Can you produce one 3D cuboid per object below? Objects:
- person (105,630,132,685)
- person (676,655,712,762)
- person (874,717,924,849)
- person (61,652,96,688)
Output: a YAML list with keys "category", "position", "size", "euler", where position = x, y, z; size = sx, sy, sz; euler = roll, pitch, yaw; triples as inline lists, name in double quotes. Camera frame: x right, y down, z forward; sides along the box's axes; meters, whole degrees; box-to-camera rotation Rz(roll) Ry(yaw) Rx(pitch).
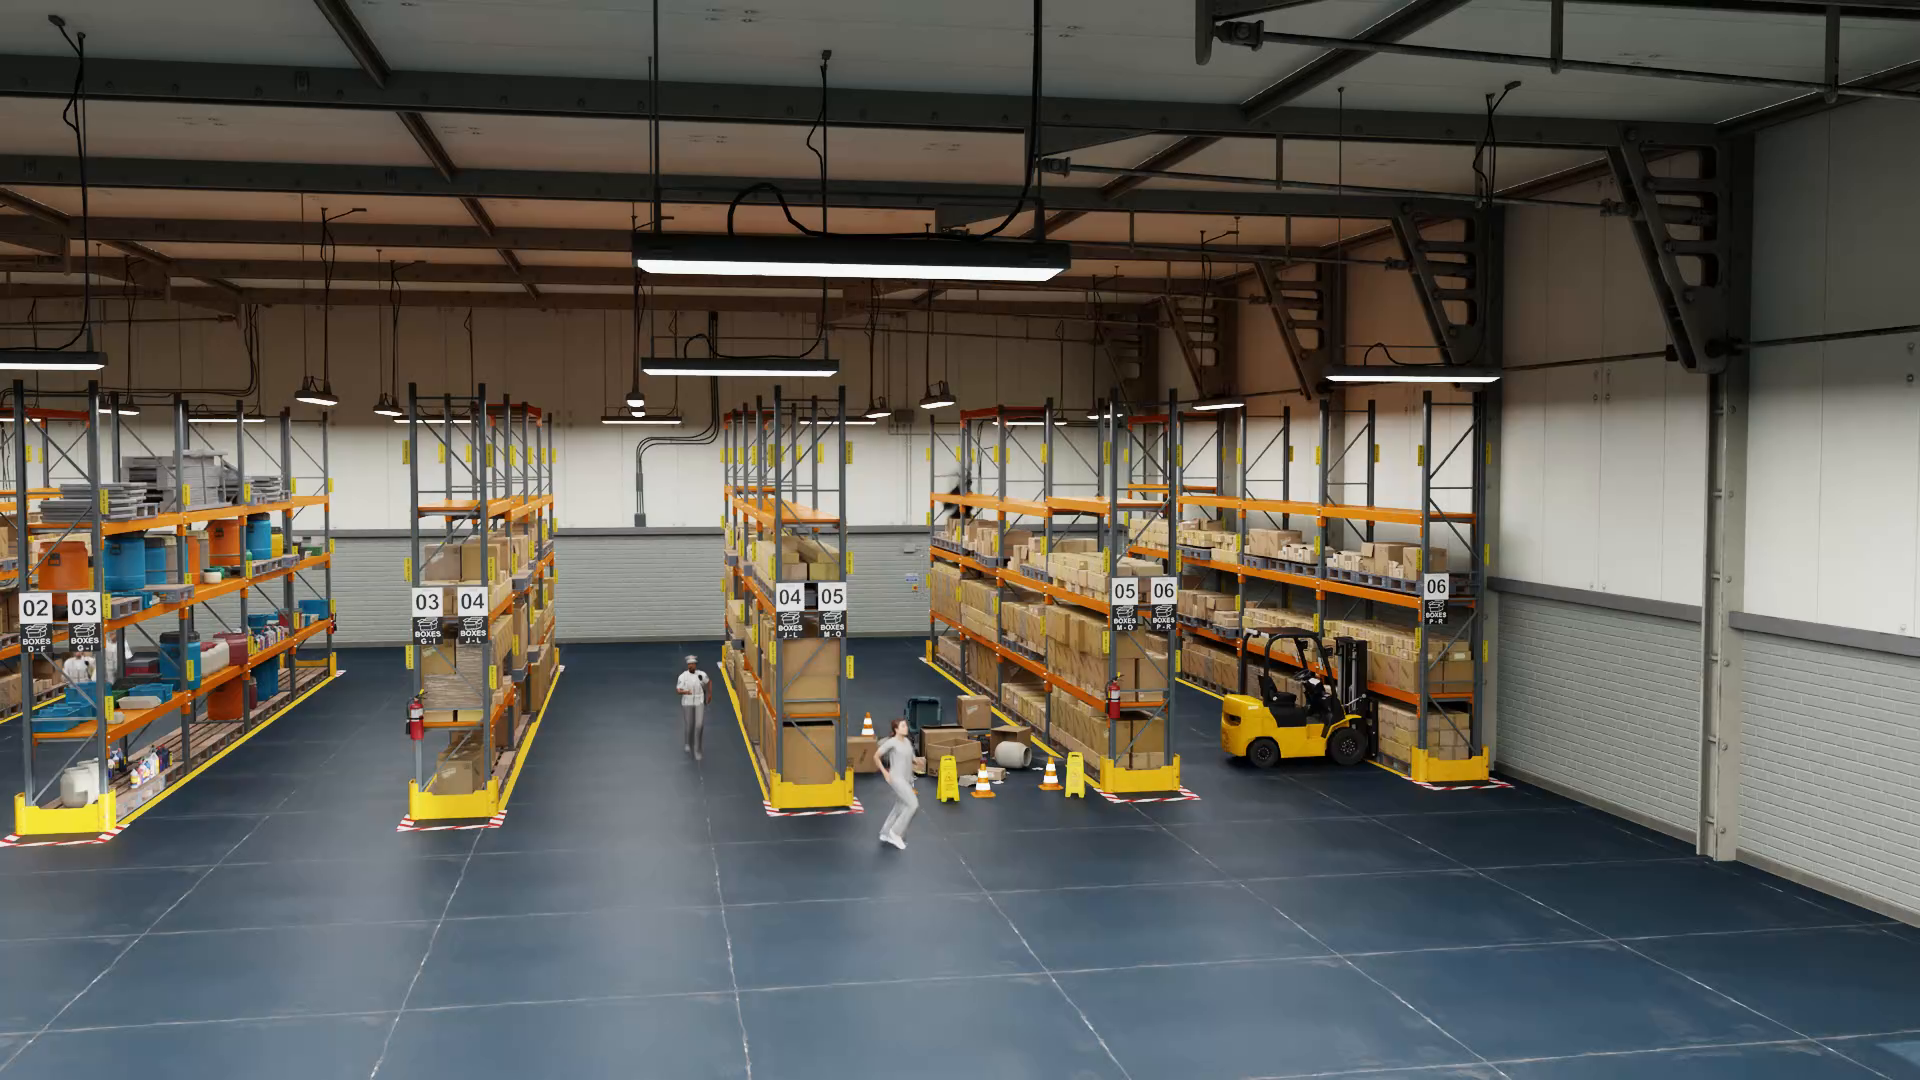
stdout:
- category: "person"
  position: [-16.434, 2.513, 32.331]
  size: [0.622, 1.670, 0.896]
  euler: [-1, 3, -22]
- category: "person"
  position: [-4.416, 2.769, 27.614]
  size: [0.583, 1.726, 0.866]
  euler: [0, 3, -9]
- category: "person"
  position: [-0.750, 3.091, 21.187]
  size: [0.681, 1.669, 0.538]
  euler: [2, 3, 29]
- category: "person"
  position: [-15.724, 2.660, 29.732]
  size: [0.617, 1.700, 0.882]
  euler: [-1, 3, -21]
